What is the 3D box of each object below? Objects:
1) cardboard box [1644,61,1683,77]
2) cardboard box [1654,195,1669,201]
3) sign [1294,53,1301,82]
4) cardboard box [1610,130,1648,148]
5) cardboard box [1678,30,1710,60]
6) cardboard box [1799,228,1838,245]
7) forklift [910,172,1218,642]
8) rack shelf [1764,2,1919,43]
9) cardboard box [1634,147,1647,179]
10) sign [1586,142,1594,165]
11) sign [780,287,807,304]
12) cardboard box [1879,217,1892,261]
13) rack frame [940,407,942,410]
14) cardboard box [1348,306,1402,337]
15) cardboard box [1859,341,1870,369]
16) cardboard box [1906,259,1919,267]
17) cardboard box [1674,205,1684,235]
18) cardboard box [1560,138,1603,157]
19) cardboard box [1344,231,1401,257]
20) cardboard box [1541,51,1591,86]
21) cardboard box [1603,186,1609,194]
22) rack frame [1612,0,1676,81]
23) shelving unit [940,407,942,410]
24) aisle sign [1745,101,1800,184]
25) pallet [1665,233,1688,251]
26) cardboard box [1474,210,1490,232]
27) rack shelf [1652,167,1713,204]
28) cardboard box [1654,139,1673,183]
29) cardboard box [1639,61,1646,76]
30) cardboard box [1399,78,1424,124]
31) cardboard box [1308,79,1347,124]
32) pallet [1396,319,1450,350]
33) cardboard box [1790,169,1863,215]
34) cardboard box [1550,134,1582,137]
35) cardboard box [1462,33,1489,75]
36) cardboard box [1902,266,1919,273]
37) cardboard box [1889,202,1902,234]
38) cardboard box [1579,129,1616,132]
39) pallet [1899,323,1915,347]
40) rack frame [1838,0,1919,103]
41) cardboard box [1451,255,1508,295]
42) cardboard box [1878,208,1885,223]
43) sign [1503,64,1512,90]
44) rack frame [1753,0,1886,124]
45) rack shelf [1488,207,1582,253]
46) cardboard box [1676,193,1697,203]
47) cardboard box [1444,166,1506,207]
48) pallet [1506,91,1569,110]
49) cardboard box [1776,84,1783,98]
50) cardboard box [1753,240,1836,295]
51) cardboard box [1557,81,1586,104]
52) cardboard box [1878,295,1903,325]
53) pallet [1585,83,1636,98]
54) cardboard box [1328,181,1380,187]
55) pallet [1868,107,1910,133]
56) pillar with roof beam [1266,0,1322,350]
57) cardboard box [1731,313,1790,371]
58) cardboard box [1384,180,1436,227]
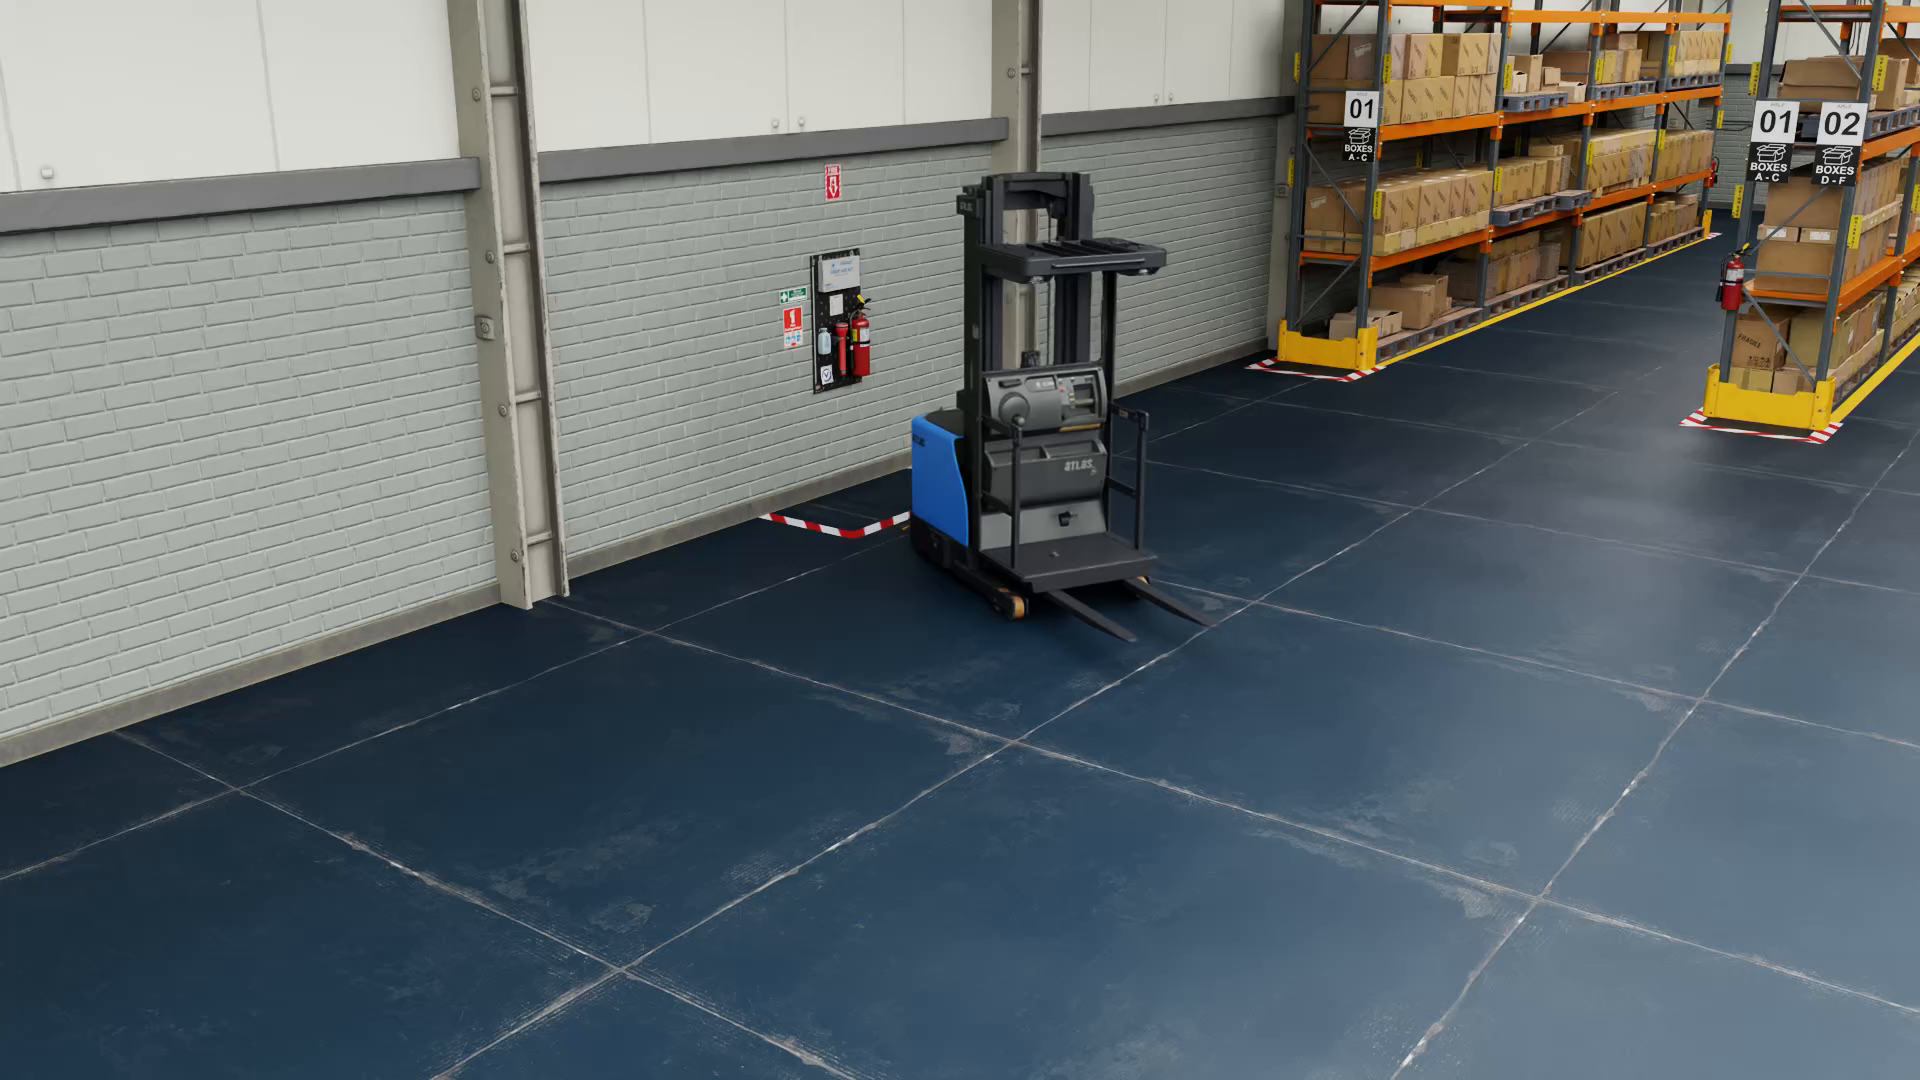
[{"bbox_3d":[12.154,-8.142,28.722,0.500,0.250,0.500,12,21,35],"label":"cardboard box"},{"bbox_3d":[13.040,-6.384,31.157,0.380,0.149,0.250,13,21,35],"label":"cardboard box"},{"bbox_3d":[3.947,-5.515,19.393,0.100,0.325,0.005,12,21,35],"label":"sign"},{"bbox_3d":[11.145,-6.695,27.778,0.500,0.250,0.500,13,21,36],"label":"cardboard box"},{"bbox_3d":[13.086,-8.869,29.799,0.500,0.500,0.500,11,21,32],"label":"cardboard box"},{"bbox_3d":[8.768,-3.095,16.889,0.380,0.149,0.250,12,21,34],"label":"cardboard box"},{"bbox_3d":[0.706,-0.998,11.517,1.130,2.935,3.031,-8,19,-24],"label":"forklift"},{"bbox_3d":[9.553,-5.489,17.632,1.077,0.370,4.000,12,21,35],"label":"rack shelf"},{"bbox_3d":[11.162,-6.336,27.885,0.500,0.500,0.500,13,21,35],"label":"cardboard box"},{"bbox_3d":[9.589,-5.883,25.312,0.100,0.325,0.005,12,21,35],"label":"sign"},{"bbox_3d":[-1.378,-2.021,13.741,0.001,0.109,0.331,12,21,35],"label":"sign"},{"bbox_3d":[10.485,-3.576,19.531,0.700,0.500,0.500,12,21,33],"label":"cardboard box"},{"bbox_3d":[-0.090,-0.525,13.162,0.008,1.050,0.200,-14,22,-39],"label":"rack frame"},{"bbox_3d":[5.205,-2.767,20.888,0.500,0.311,0.500,15,22,39],"label":"cardboard box"},{"bbox_3d":[10.052,-2.134,18.986,0.500,0.250,0.500,12,21,35],"label":"cardboard box"},{"bbox_3d":[13.628,-3.662,23.450,0.500,0.500,0.500,14,22,37],"label":"cardboard box"},{"bbox_3d":[12.980,-5.950,30.854,0.700,0.500,0.500,12,21,33],"label":"cardboard box"},{"bbox_3d":[9.642,-6.089,25.824,0.500,0.250,0.500,13,22,36],"label":"cardboard box"},{"bbox_3d":[4.926,-3.554,19.851,0.500,0.250,0.500,12,21,33],"label":"cardboard box"},{"bbox_3d":[9.384,-7.276,25.646,0.700,0.500,0.500,11,20,30],"label":"cardboard box"},{"bbox_3d":[10.274,-5.700,26.931,0.380,0.149,0.250,13,21,36],"label":"cardboard box"},{"bbox_3d":[11.530,-9.279,27.952,1.000,3.000,0.127,12,21,35],"label":"rack frame"},{"bbox_3d":[0.003,-0.548,13.238,0.252,1.050,0.215,-14,22,-39],"label":"shelving unit"},{"bbox_3d":[8.086,-3.960,16.553,0.394,0.787,0.004,12,21,35],"label":"aisle sign"},{"bbox_3d":[12.773,-5.542,30.734,1.003,0.211,1.213,12,21,35],"label":"pallet"},{"bbox_3d":[6.725,-4.281,22.189,0.500,0.250,0.500,12,21,35],"label":"cardboard box"},{"bbox_3d":[12.722,-6.547,30.482,1.077,0.370,4.000,12,21,35],"label":"rack shelf"},{"bbox_3d":[11.867,-6.684,29.204,0.980,0.700,0.700,13,21,36],"label":"cardboard box"},{"bbox_3d":[11.750,-8.228,29.000,0.500,0.250,0.500,13,21,35],"label":"cardboard box"},{"bbox_3d":[5.129,-5.203,19.681,0.500,0.500,0.500,14,22,38],"label":"cardboard box"},{"bbox_3d":[4.426,-5.190,19.639,0.500,0.500,0.500,14,22,39],"label":"cardboard box"},{"bbox_3d":[5.666,-2.719,21.644,1.003,0.211,1.213,12,21,35],"label":"pallet"},{"bbox_3d":[8.990,-3.597,17.413,0.700,0.500,0.500,12,21,33],"label":"cardboard box"},{"bbox_3d":[9.829,-6.417,26.883,0.500,0.250,0.500,12,21,33],"label":"cardboard box"},{"bbox_3d":[6.363,-6.176,21.128,0.500,0.500,0.500,14,22,38],"label":"cardboard box"},{"bbox_3d":[13.013,-3.574,22.678,0.500,0.311,0.500,13,22,36],"label":"cardboard box"},{"bbox_3d":[11.529,-3.988,20.859,0.500,0.500,0.500,14,22,39],"label":"cardboard box"},{"bbox_3d":[10.741,-6.783,28.059,0.500,0.250,0.500,13,21,35],"label":"cardboard box"},{"bbox_3d":[11.878,-2.777,21.830,1.003,0.211,1.213,12,21,35],"label":"pallet"},{"bbox_3d":[10.744,-6.500,19.000,1.000,3.000,0.127,12,21,35],"label":"rack frame"},{"bbox_3d":[7.457,-3.836,24.010,0.700,0.500,0.500,12,21,34],"label":"cardboard box"},{"bbox_3d":[10.147,-3.647,18.669,0.380,0.149,0.250,12,21,34],"label":"cardboard box"},{"bbox_3d":[7.204,-6.094,21.881,0.100,0.325,0.005,12,21,35],"label":"sign"},{"bbox_3d":[8.361,-5.547,15.932,1.000,3.000,0.127,12,21,35],"label":"rack frame"},{"bbox_3d":[7.955,-4.642,24.346,1.077,0.370,4.000,12,21,35],"label":"rack shelf"},{"bbox_3d":[13.647,-6.437,31.326,0.380,0.149,0.250,12,21,34],"label":"cardboard box"},{"bbox_3d":[7.094,-4.882,22.997,0.700,0.500,0.500,12,21,35],"label":"cardboard box"},{"bbox_3d":[7.833,-6.228,23.499,1.213,0.211,1.003,12,21,35],"label":"pallet"},{"bbox_3d":[8.835,-4.631,17.350,0.500,0.250,0.500,12,21,35],"label":"cardboard box"},{"bbox_3d":[8.649,-2.839,17.158,0.700,0.500,0.500,12,21,35],"label":"cardboard box"},{"bbox_3d":[8.935,-6.642,24.633,0.500,0.311,0.500,12,21,35],"label":"cardboard box"},{"bbox_3d":[11.191,-2.844,20.327,0.500,0.311,0.500,13,21,35],"label":"cardboard box"},{"bbox_3d":[10.152,-7.234,26.740,1.003,0.211,1.213,14,22,37],"label":"pallet"},{"bbox_3d":[4.798,-4.120,20.409,0.500,0.500,0.500,13,21,35],"label":"cardboard box"},{"bbox_3d":[9.530,-4.528,17.858,1.003,0.211,1.213,12,21,35],"label":"pallet"},{"bbox_3d":[7.560,-5.980,17.328,9.100,9.000,0.400,12,21,35],"label":"pillar with roof beam"},{"bbox_3d":[8.442,-2.108,17.637,0.500,0.500,0.500,12,21,35],"label":"cardboard box"},{"bbox_3d":[5.522,-4.151,20.507,0.500,0.500,0.500,12,21,33],"label":"cardboard box"}]
